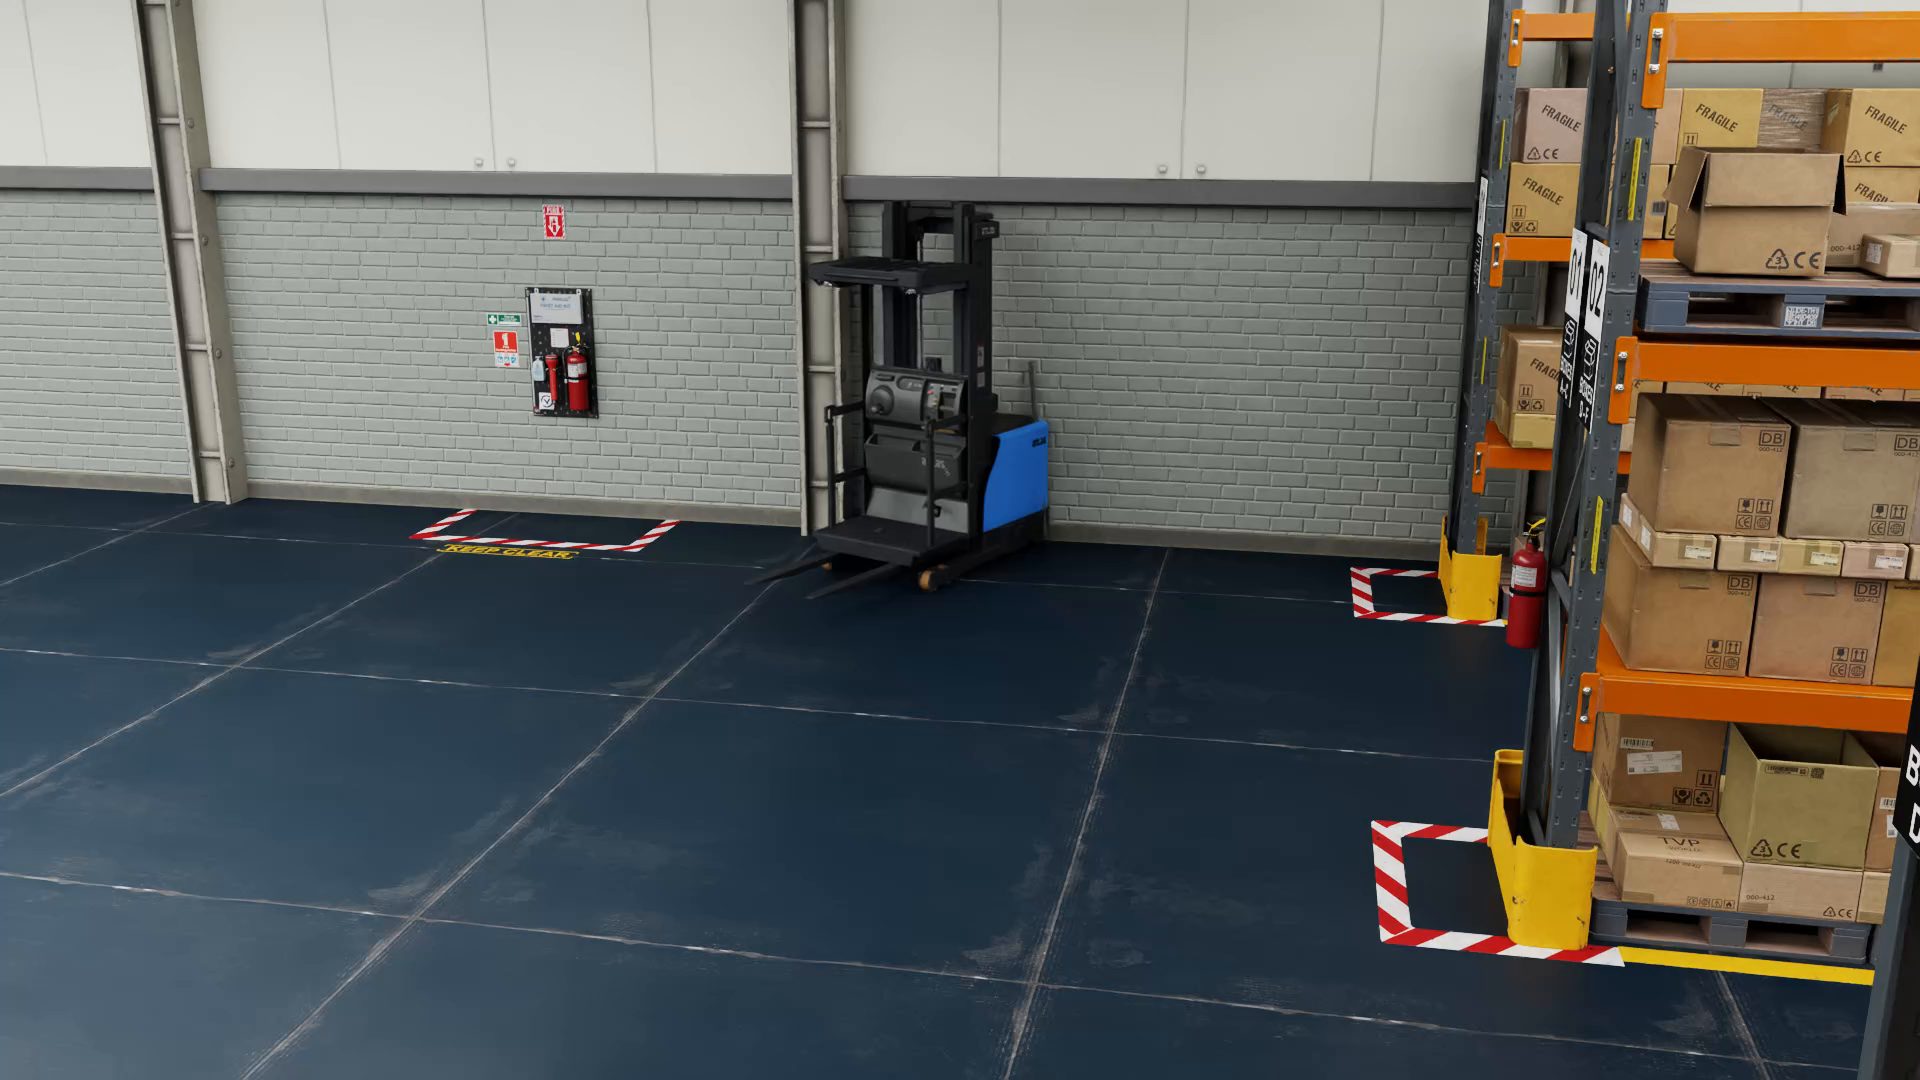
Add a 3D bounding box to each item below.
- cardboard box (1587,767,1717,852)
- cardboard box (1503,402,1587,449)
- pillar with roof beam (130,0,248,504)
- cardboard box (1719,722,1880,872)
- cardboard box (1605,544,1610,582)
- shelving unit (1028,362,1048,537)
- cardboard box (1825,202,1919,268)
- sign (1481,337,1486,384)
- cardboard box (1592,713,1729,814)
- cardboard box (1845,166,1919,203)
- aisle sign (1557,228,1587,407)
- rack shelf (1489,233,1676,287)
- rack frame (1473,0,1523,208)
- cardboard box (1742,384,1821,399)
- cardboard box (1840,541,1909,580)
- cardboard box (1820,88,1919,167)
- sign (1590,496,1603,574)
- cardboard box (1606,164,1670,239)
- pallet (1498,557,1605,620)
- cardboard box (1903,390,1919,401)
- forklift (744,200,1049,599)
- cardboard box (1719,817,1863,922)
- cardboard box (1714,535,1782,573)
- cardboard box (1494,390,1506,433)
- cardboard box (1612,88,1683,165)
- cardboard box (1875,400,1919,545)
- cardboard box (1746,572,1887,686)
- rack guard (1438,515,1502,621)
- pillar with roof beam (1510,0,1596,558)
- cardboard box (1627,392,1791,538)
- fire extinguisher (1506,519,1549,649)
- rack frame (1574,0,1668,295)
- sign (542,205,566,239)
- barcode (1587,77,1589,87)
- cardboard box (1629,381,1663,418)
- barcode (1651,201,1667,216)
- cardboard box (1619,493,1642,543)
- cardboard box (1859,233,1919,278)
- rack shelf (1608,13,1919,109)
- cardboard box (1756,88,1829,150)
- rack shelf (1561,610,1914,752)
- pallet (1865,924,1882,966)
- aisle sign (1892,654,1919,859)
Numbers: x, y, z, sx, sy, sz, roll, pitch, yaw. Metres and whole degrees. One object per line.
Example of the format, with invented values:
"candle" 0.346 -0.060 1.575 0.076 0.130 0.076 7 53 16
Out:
"cardboard box" 3.449 1.363 8.316 0.500 0.250 0.500 3 16 11
"cardboard box" 4.263 -0.835 12.131 0.500 0.250 0.500 3 16 9
"pillar with roof beam" -7.911 -3.599 10.628 0.400 9.000 9.100 3 16 11
"cardboard box" 3.836 1.163 7.632 0.500 0.500 0.500 3 16 11
"cardboard box" 5.067 0.168 12.480 0.500 0.311 0.500 4 16 16
"shelving unit" 0.129 -0.741 14.345 1.048 1.500 0.538 -7 9 -9
"cardboard box" 4.046 -1.362 7.401 0.500 0.250 0.500 3 16 11
"sign" 3.740 -1.282 11.879 0.005 0.325 0.100 3 16 11
"cardboard box" 3.450 1.001 8.217 0.500 0.500 0.500 3 16 11
"cardboard box" 6.180 -2.309 11.366 0.500 0.500 0.500 2 16 9
"aisle sign" 2.859 -1.044 7.771 0.004 0.787 0.394 3 16 11
"rack shelf" 5.808 -1.999 11.819 4.000 0.370 1.077 3 16 11
"rack frame" 3.848 -3.898 11.707 0.127 3.000 1.000 3 16 11
"cardboard box" 5.752 -1.119 11.752 0.500 0.500 0.500 4 16 13
"cardboard box" 3.957 0.047 7.302 0.250 0.149 0.380 3 16 10
"cardboard box" 6.170 -2.786 11.215 0.500 0.500 0.500 3 16 9
"sign" 2.748 -0.021 7.179 0.005 0.325 0.100 3 16 11
"cardboard box" 4.645 -2.389 11.654 0.500 0.500 0.500 4 16 15
"pallet" 4.712 0.394 12.676 1.213 0.211 1.003 3 16 11
"cardboard box" 6.753 -1.062 11.546 0.500 0.500 0.500 3 16 11
"forklift" -0.483 -1.154 13.168 1.130 2.935 3.031 11 19 33
"cardboard box" 3.837 1.524 7.734 0.500 0.250 0.500 3 16 11
"cardboard box" 3.466 0.019 7.402 0.250 0.149 0.380 3 16 10
"cardboard box" 4.345 -0.970 12.618 0.500 0.250 0.500 3 16 12
"cardboard box" 4.659 -2.868 11.510 0.500 0.500 0.500 3 16 10
"cardboard box" 4.382 -0.300 7.338 0.500 0.500 0.700 3 16 11
"cardboard box" 3.835 0.296 7.617 0.500 0.500 0.700 4 16 13
"rack guard" 3.923 0.202 12.827 0.348 0.500 1.175 3 16 11
"pillar with roof beam" 3.849 -2.961 8.323 0.400 9.000 9.100 3 16 11
"cardboard box" 3.372 -0.353 7.530 0.500 0.500 0.700 3 16 11
"fire extinguisher" 2.841 0.199 8.300 0.183 0.674 0.296 3 16 11
"rack frame" 2.865 -2.602 7.028 0.127 3.000 1.000 3 16 11
"sign" -3.575 -2.800 14.639 0.199 0.298 0.001 3 16 11
"barcode" 4.644 -3.364 12.216 0.075 0.075 0.001 3 16 11
"cardboard box" 4.738 -1.173 11.945 0.500 0.500 0.500 3 16 11
"barcode" 3.257 -1.546 7.748 0.075 0.075 0.001 3 16 11
"cardboard box" 3.277 -0.101 7.835 0.250 0.149 0.380 3 16 10
"cardboard box" 3.983 -1.196 6.994 0.250 0.149 0.380 3 16 11
"rack shelf" 4.825 -1.956 6.793 4.000 0.370 1.077 3 16 11
"cardboard box" 5.830 -2.951 11.808 0.500 0.500 0.500 3 16 11
"rack shelf" 4.825 0.742 7.540 4.000 0.370 1.077 3 16 11
"pallet" 4.814 1.728 7.857 1.213 0.211 1.003 3 16 11
"aisle sign" 1.863 0.251 3.099 0.004 0.787 0.394 3 16 11
